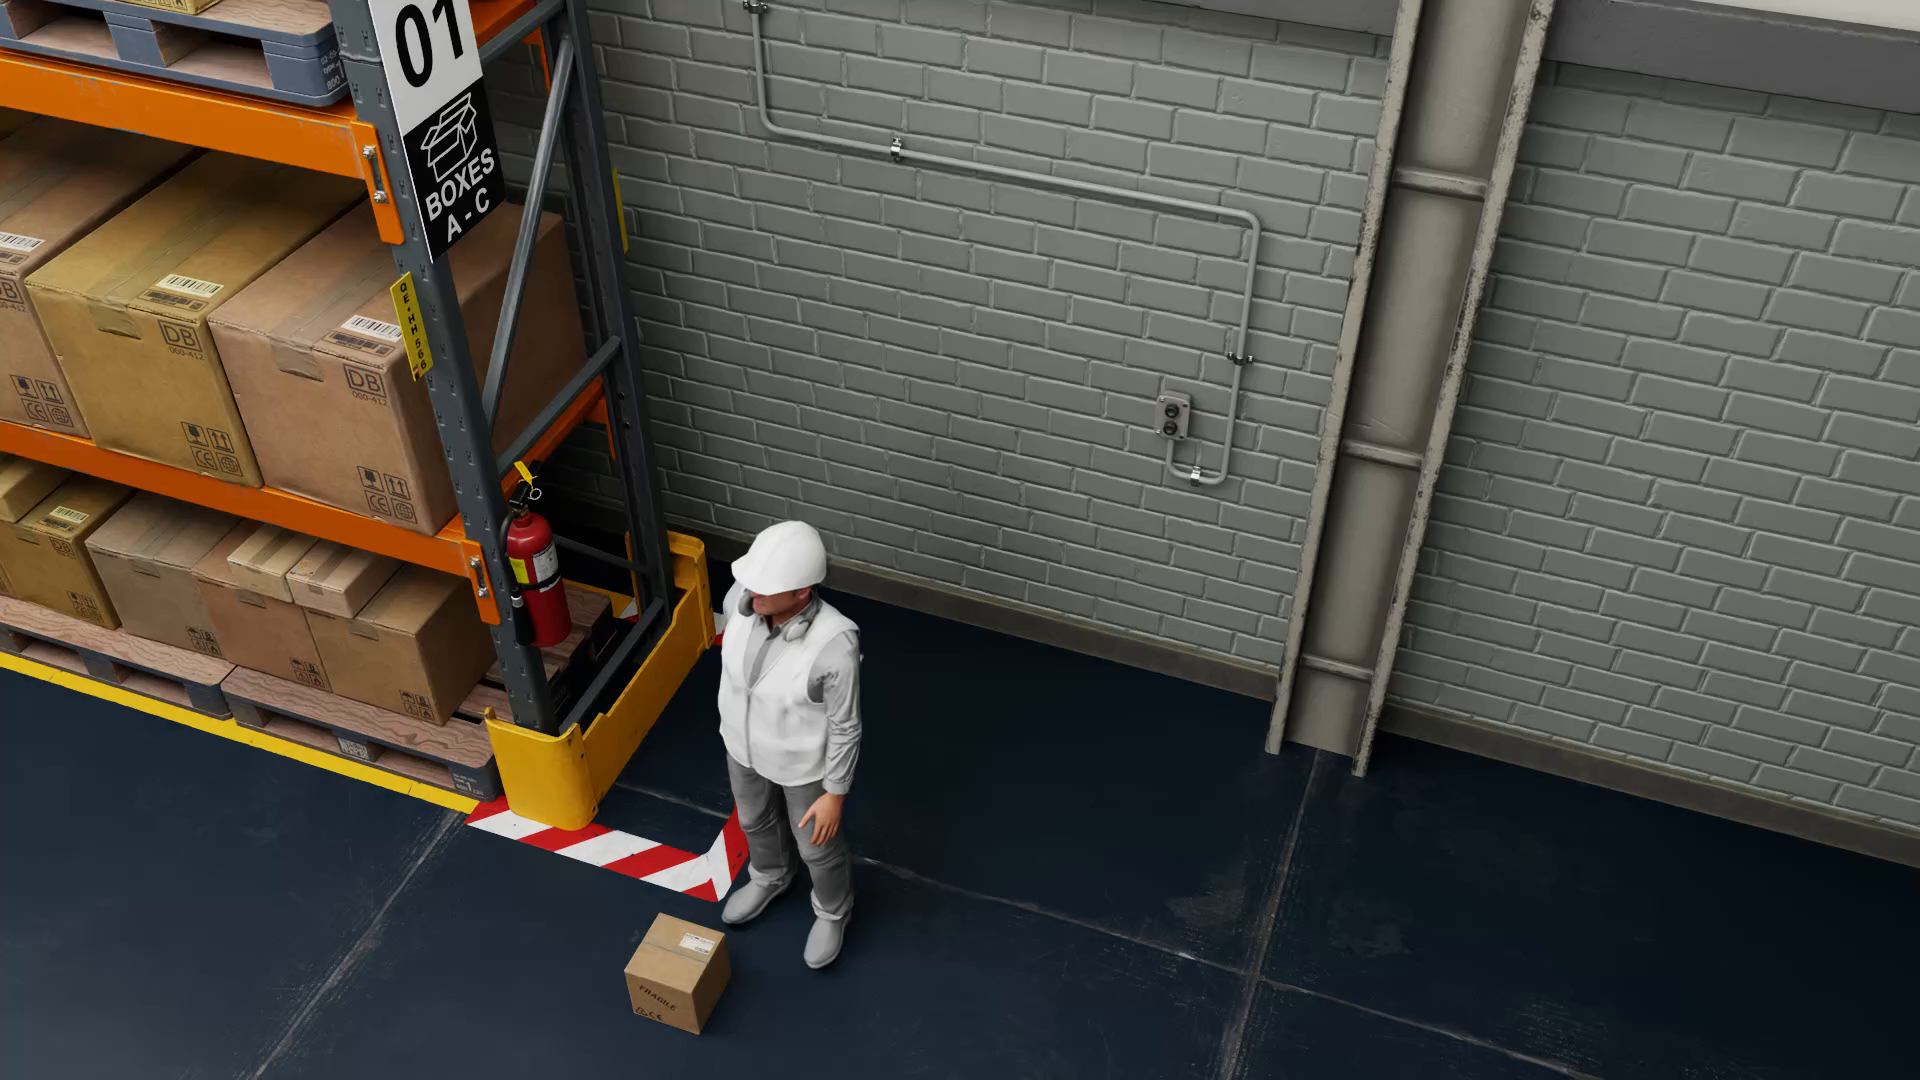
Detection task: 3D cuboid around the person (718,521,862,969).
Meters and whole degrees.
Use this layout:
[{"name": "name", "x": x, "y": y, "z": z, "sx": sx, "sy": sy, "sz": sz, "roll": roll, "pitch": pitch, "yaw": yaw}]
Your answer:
[{"name": "person", "x": -0.556, "y": 0.674, "z": 5.340, "sx": 0.584, "sy": 1.782, "sz": 0.413, "roll": 24, "pitch": 47, "yaw": 25}]
